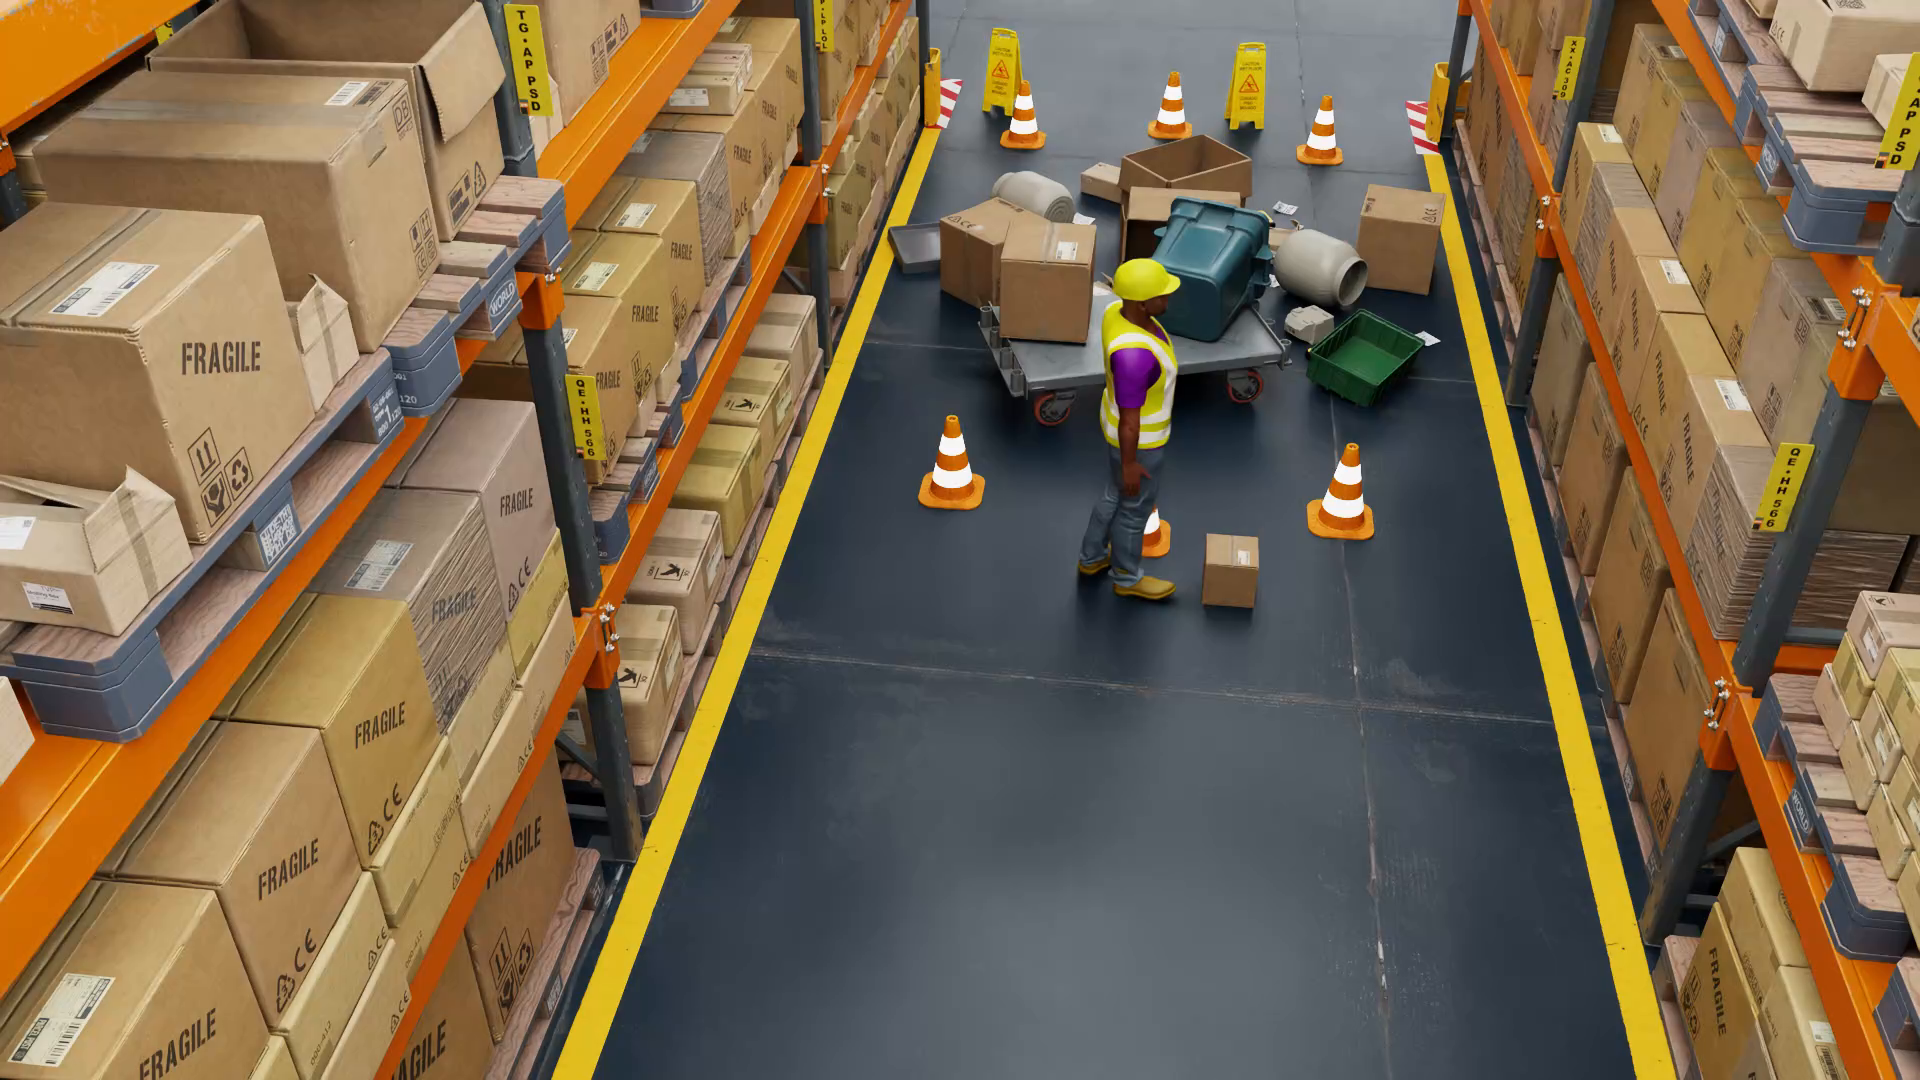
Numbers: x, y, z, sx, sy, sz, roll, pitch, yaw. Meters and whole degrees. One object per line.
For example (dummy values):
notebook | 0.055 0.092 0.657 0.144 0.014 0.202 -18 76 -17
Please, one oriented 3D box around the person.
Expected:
person | 0.817 -0.510 7.708 0.459 1.770 0.608 -1 36 -2
